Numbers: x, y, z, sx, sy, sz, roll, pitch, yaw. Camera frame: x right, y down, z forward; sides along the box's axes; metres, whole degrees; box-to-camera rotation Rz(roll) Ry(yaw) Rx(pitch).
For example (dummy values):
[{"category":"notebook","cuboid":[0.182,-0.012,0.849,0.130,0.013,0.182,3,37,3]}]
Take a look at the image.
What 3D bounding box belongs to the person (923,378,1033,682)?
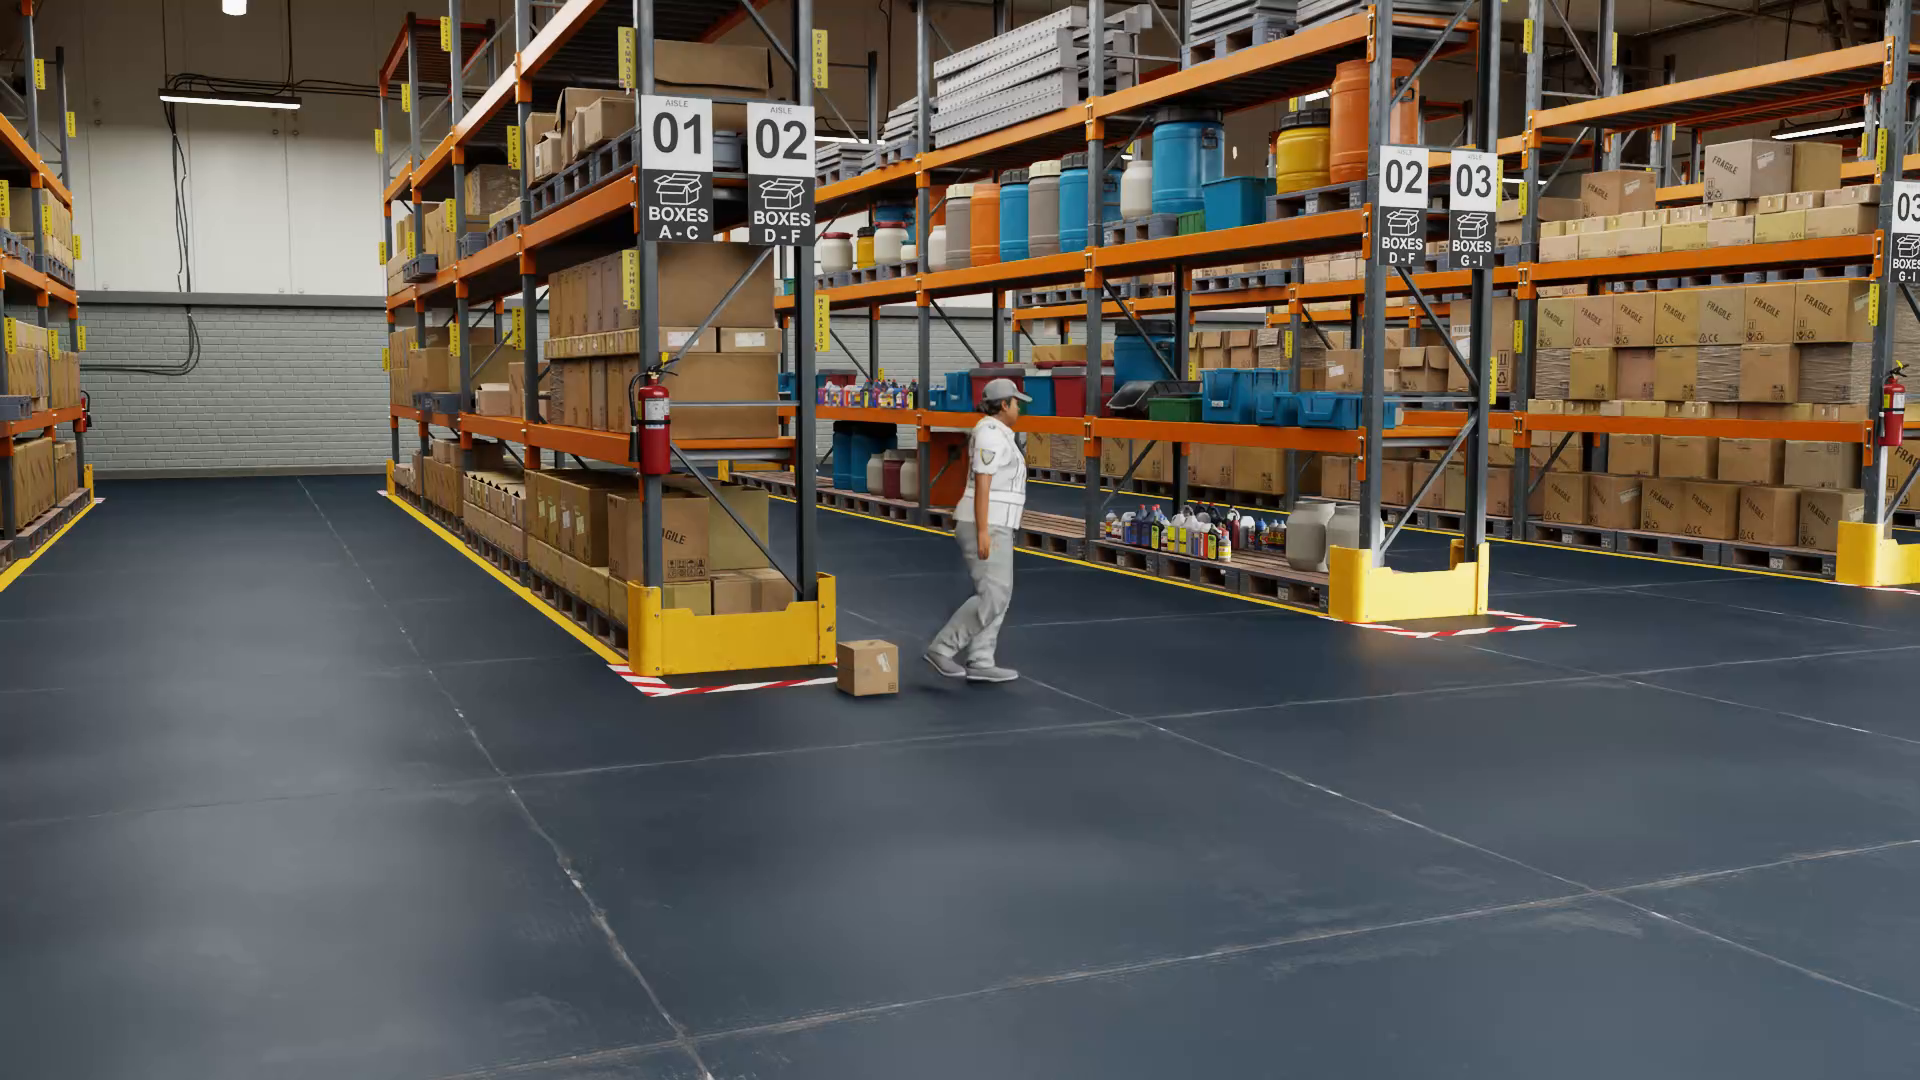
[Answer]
[{"category":"person","cuboid":[0.096,-0.046,8.982,0.588,1.652,0.554,0,6,2]}]
